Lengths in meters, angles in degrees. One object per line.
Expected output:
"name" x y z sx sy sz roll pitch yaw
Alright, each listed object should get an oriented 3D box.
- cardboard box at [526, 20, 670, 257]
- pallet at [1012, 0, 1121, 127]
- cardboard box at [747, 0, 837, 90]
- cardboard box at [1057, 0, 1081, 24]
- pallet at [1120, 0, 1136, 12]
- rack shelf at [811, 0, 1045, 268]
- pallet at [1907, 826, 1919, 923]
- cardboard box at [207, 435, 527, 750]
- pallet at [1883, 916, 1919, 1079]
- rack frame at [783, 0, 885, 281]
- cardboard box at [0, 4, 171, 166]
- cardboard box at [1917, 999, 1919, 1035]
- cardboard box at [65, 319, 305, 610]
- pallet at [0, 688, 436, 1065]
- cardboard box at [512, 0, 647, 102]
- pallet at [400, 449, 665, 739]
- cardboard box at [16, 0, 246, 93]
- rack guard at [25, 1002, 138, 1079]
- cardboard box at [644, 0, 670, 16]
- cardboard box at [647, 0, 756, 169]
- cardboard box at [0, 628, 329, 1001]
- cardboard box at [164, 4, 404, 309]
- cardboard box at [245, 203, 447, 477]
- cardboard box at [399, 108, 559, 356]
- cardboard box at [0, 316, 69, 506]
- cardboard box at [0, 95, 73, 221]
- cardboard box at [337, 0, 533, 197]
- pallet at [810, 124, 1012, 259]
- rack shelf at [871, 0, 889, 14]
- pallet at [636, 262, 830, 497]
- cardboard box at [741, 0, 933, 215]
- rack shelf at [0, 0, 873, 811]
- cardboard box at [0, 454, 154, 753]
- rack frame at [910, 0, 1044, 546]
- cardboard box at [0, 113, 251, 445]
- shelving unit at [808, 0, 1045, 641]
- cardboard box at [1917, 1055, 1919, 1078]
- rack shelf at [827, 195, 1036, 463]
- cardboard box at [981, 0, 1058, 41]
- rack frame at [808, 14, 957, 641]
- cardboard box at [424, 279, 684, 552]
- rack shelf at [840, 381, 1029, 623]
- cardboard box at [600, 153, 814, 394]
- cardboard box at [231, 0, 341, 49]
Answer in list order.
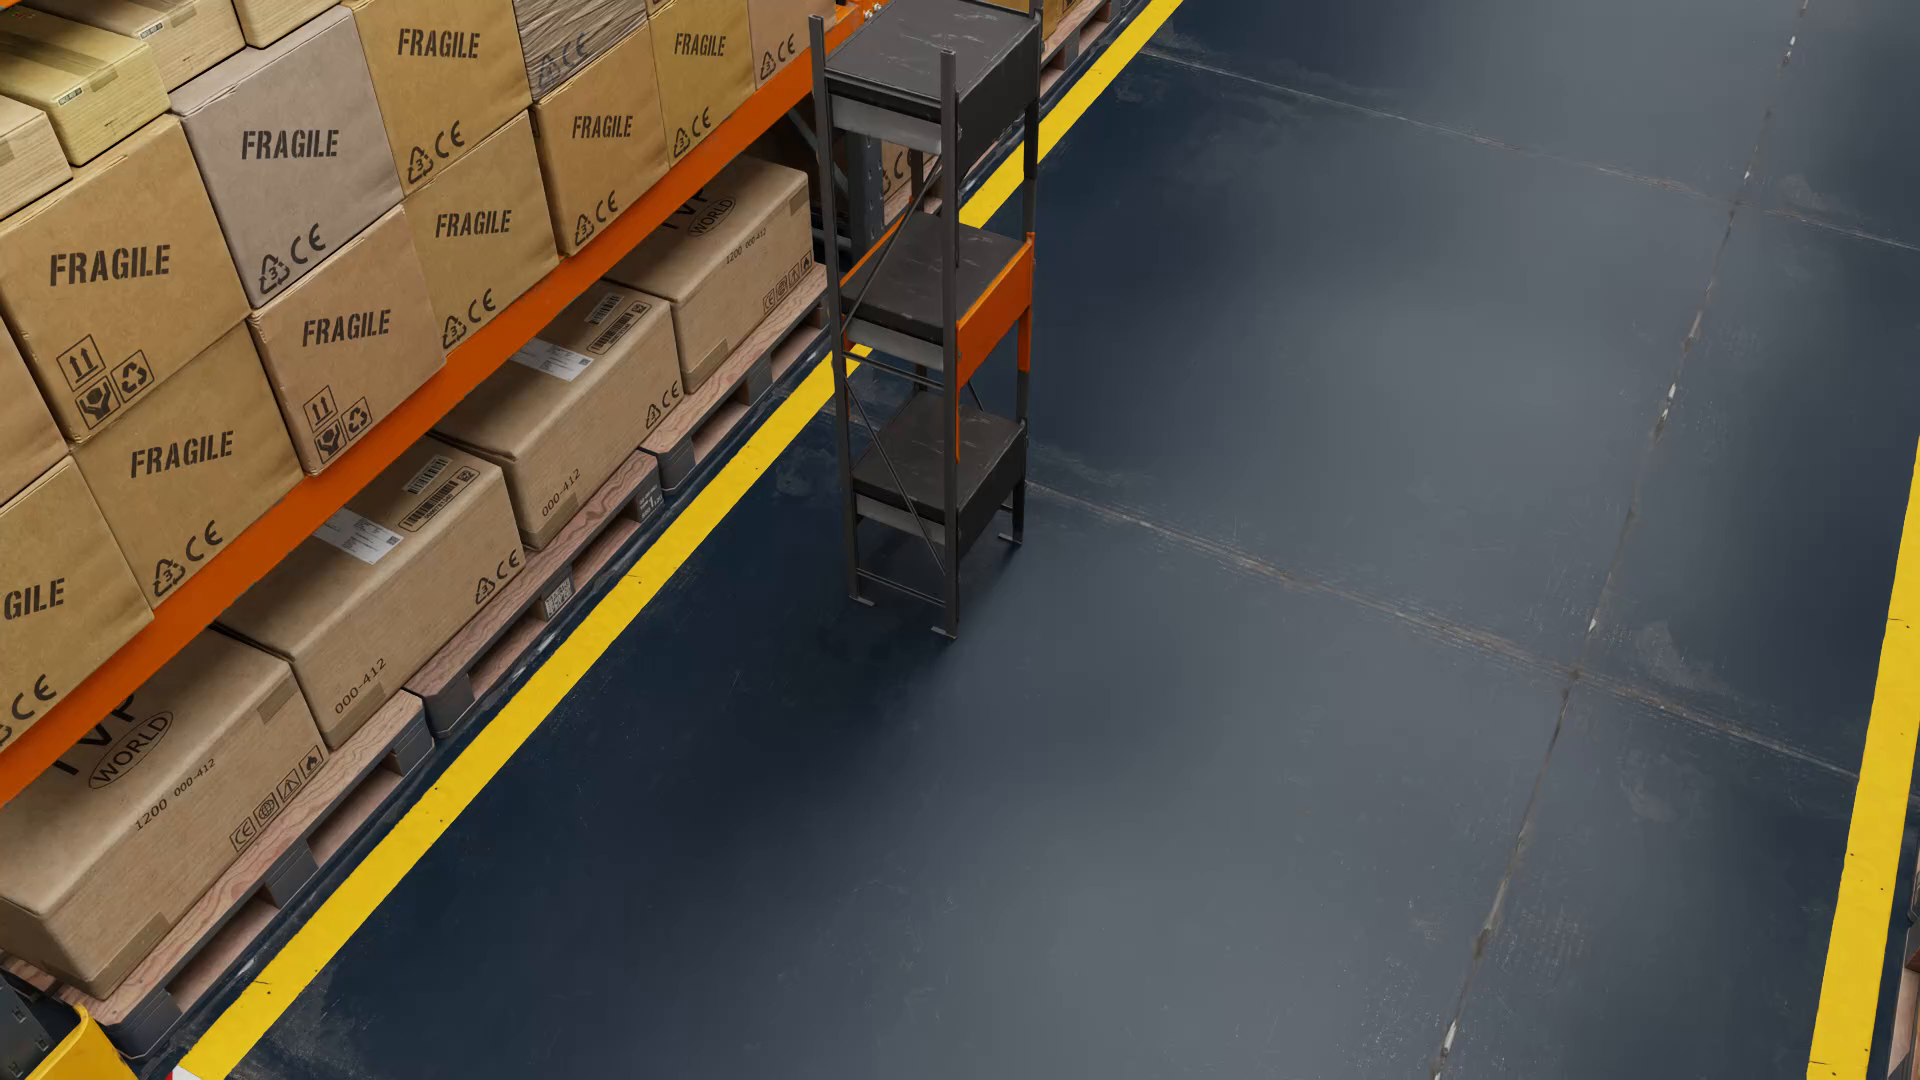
"cardboard box" -1.208 -1.209 4.765 0.500 0.500 0.500 20 49 18
"pallet" 0.092 -2.500 8.072 1.003 0.211 1.213 20 49 19
"cardboard box" -0.753 -1.856 5.405 0.500 0.500 0.500 21 49 19
"cardboard box" 0.281 -3.150 7.953 0.875 0.875 0.875 21 49 20
"pallet" 0.660 -3.266 8.829 1.003 0.211 1.213 20 49 19
"rack shelf" -0.077 -1.116 4.412 0.431 0.518 0.480 20 49 19
"pallet" 3.387 0.788 4.823 1.003 0.211 1.213 20 49 19
"cardboard box" -1.986 0.047 5.101 0.875 0.438 0.875 22 49 20
"pallet" 2.821 1.559 4.060 1.003 0.211 1.213 20 49 19
"rack frame" -0.764 -2.198 5.813 1.000 3.000 0.127 20 49 19
"cardboard box" -1.824 -0.911 3.312 0.380 0.149 0.250 19 48 18
"cardboard box" 2.647 1.181 4.182 0.380 0.149 0.250 19 48 18
"cardboard box" -1.934 -0.249 3.816 0.500 0.500 0.500 20 49 19
"pallet" -2.319 0.773 4.838 1.003 0.211 1.213 20 49 19
"cardboard box" -1.209 -1.555 4.405 0.500 0.500 0.500 21 49 20
"pallet" -1.752 0.007 5.595 1.003 0.211 1.213 20 49 19
"cardboard box" -1.749 -1.094 3.493 0.380 0.149 0.250 21 49 19
"rack guard" -2.632 1.216 4.197 1.175 0.500 0.348 20 49 19
"cardboard box" -0.981 -1.879 4.725 0.500 0.500 0.500 20 49 18
"cardboard box" -0.987 -1.530 5.083 0.500 0.500 0.500 19 48 18
"cardboard box" -2.403 0.626 4.528 0.875 0.438 0.875 19 48 18
"cardboard box" -1.680 -0.928 3.784 0.500 0.500 0.500 20 49 19
"cardboard box" -1.682 -0.563 4.127 0.500 0.500 0.500 20 49 19
"cardboard box" -1.464 -0.884 4.445 0.500 0.500 0.500 22 49 20
"cardboard box" -2.146 -0.273 3.137 0.500 0.500 0.500 19 48 18
"cardboard box" -1.930 -0.739 3.142 0.380 0.149 0.250 22 49 20
"cardboard box" -1.449 -1.242 4.095 0.500 0.500 0.500 21 49 19
"pallet" -0.473 -1.729 7.310 1.003 0.211 1.213 20 49 19
"rack shelf" 0.164 -3.205 7.314 1.077 0.370 4.000 20 49 19
"pallet" -1.187 -0.764 6.357 1.003 0.211 1.213 20 49 19
"cardboard box" -0.547 -2.016 6.832 0.875 0.875 0.875 22 49 20
"rack shelf" -1.693 -0.685 4.824 1.077 0.370 4.000 20 49 19
"cardboard box" -2.144 0.079 3.492 0.500 0.500 0.500 20 49 19
"rack frame" 0.036 -0.788 5.052 0.400 2.100 0.015 20 49 19
"cardboard box" -1.912 -0.601 3.461 0.500 0.500 0.500 19 48 18
"shelving unit" -0.077 -0.634 4.900 0.431 2.100 0.503 20 49 19
"cardboard box" 2.510 1.220 3.936 0.380 0.149 0.250 21 49 19
"rack shelf" -0.077 -0.624 4.910 0.431 0.518 0.480 20 49 19
"cardboard box" -0.135 -2.587 7.397 0.875 0.875 0.875 22 49 20
"rack frame" -0.190 -0.480 4.748 0.400 2.100 0.015 20 49 19
"cardboard box" -1.566 -0.521 5.662 0.875 0.438 0.875 19 48 18
"rack shelf" -0.077 -0.132 5.408 0.431 0.518 0.480 20 49 19
"cardboard box" -1.151 -1.085 6.219 0.875 0.438 0.875 20 49 19
"cardboard box" -1.596 -1.237 3.634 0.380 0.149 0.250 21 49 19
